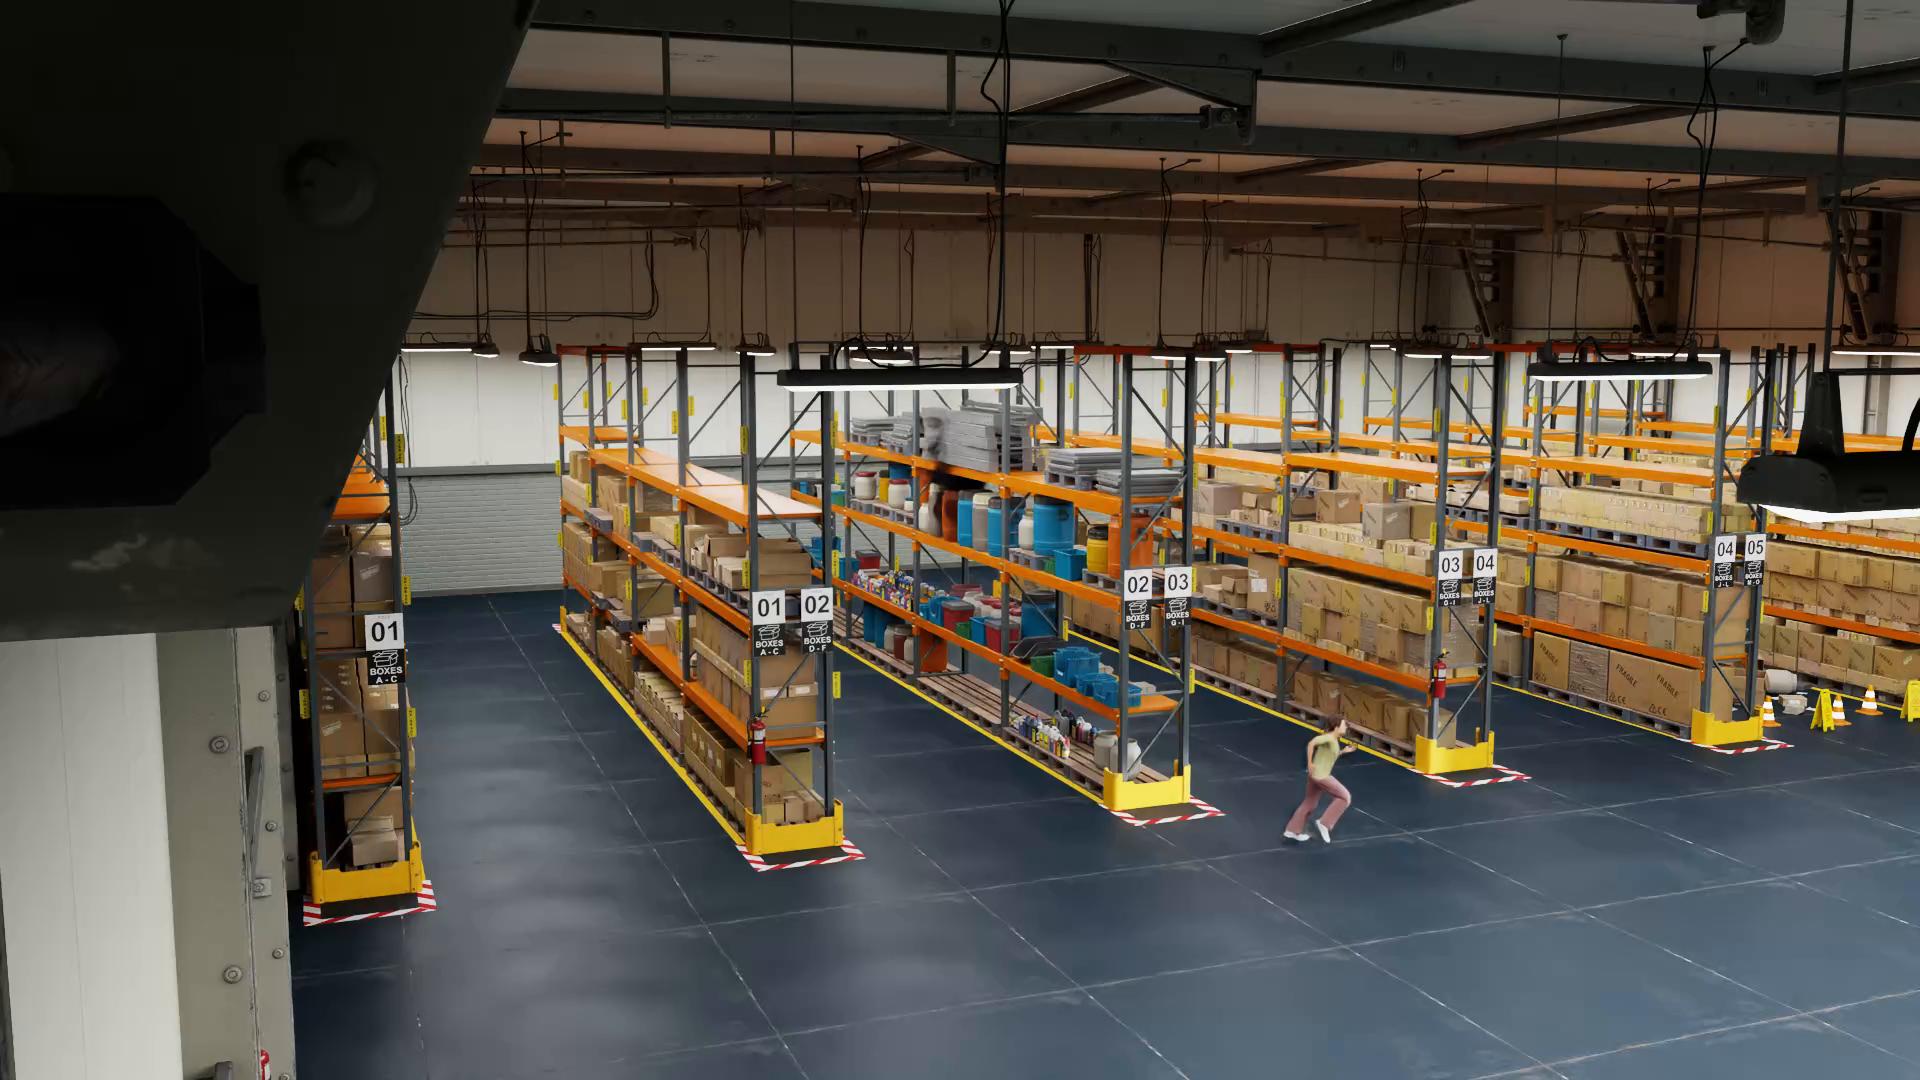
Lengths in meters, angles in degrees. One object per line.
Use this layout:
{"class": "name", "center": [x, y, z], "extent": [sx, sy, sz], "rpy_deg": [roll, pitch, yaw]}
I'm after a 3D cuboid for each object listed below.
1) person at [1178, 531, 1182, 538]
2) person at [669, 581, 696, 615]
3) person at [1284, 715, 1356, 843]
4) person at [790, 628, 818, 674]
{"class": "person", "center": [5.537, 0.235, 41.660], "extent": [0.562, 1.656, 0.668], "rpy_deg": [2, 8, 15]}
{"class": "person", "center": [-5.842, 1.046, 35.030], "extent": [0.667, 1.699, 0.930], "rpy_deg": [-5, 9, -32]}
{"class": "person", "center": [4.426, 2.923, 20.432], "extent": [0.851, 1.591, 0.569], "rpy_deg": [1, 7, 7]}
{"class": "person", "center": [-2.544, 1.741, 27.367], "extent": [0.662, 1.658, 0.582], "rpy_deg": [-3, 8, -25]}
